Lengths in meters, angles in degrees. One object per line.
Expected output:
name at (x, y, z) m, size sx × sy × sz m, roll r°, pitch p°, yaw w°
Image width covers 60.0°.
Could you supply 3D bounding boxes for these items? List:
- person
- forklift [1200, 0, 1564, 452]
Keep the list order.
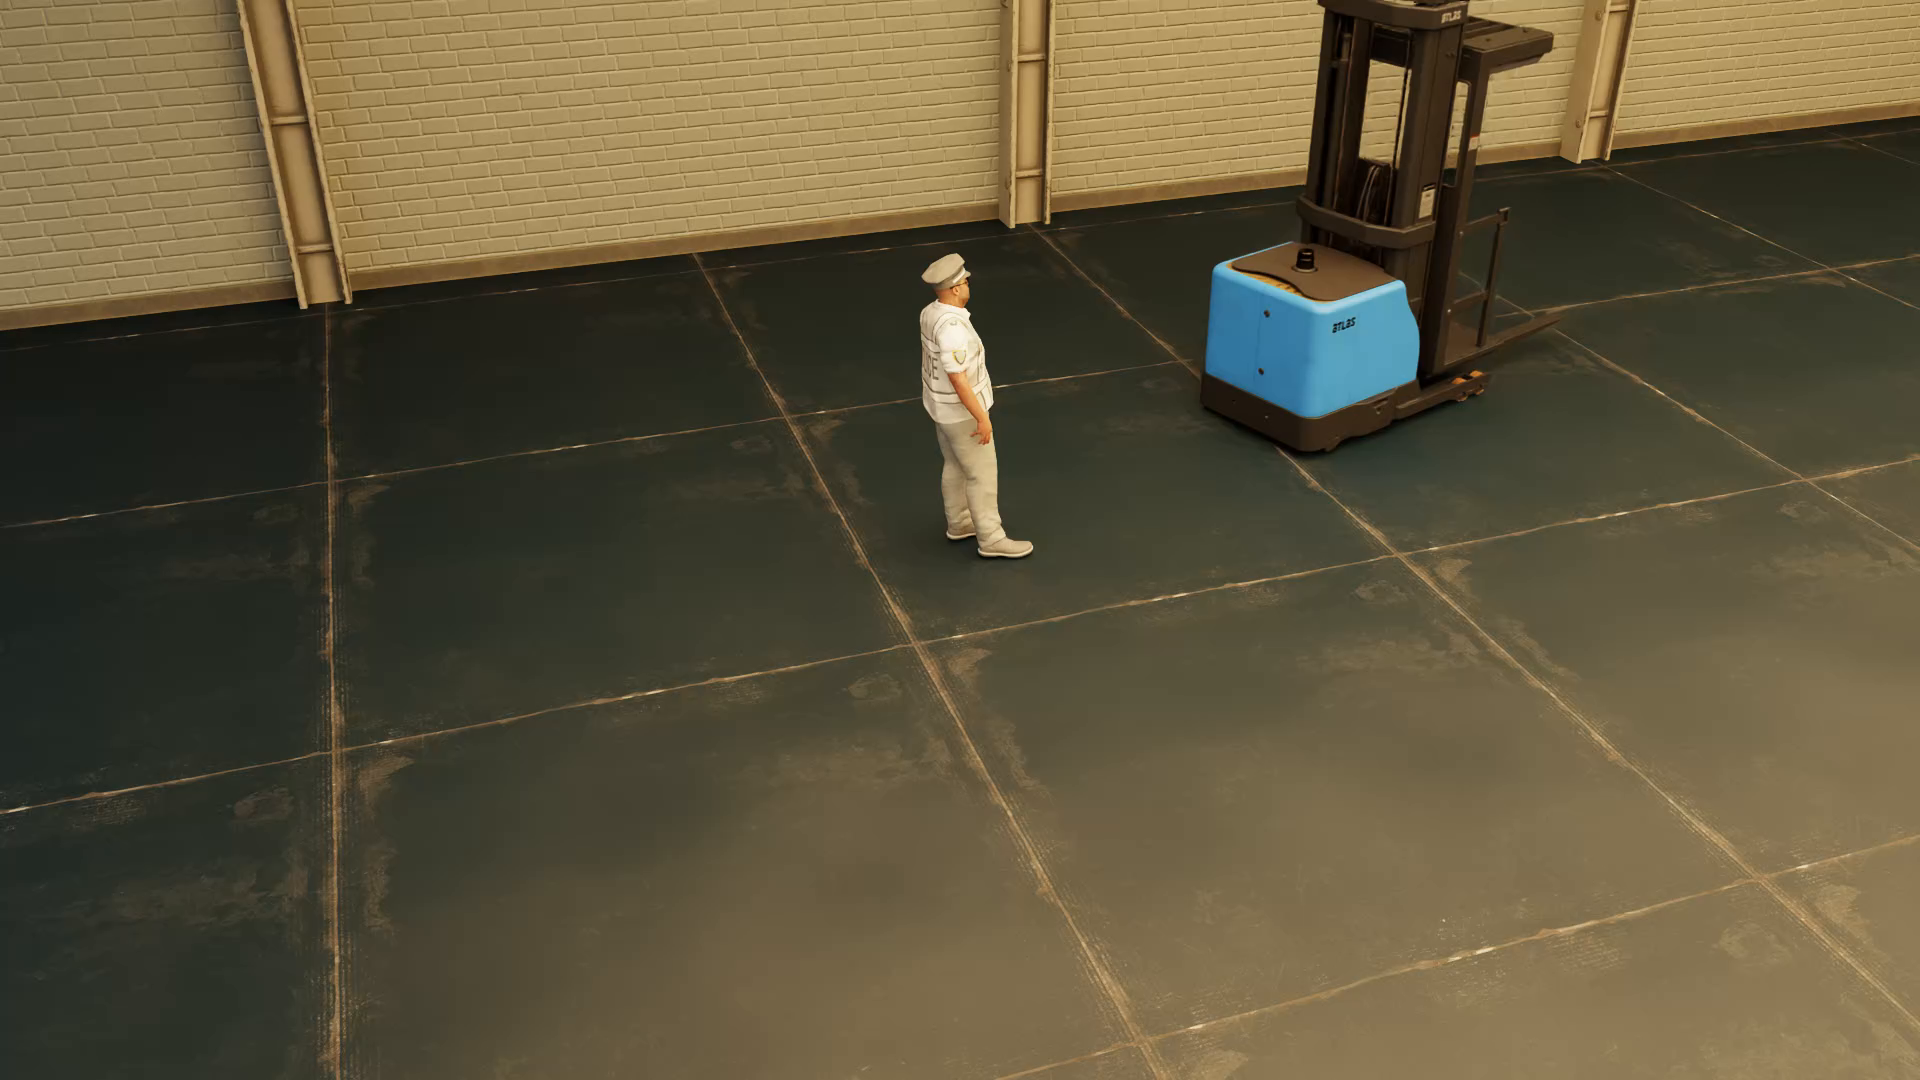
person at (0.078, -0.786, 9.590) m, size 0.574 × 1.780 × 0.641 m, roll -10°, pitch 31°, yaw -16°
forklift at (3.142, -2.433, 11.315) m, size 3.031 × 2.935 × 1.130 m, roll -21°, pitch 36°, yaw -32°
